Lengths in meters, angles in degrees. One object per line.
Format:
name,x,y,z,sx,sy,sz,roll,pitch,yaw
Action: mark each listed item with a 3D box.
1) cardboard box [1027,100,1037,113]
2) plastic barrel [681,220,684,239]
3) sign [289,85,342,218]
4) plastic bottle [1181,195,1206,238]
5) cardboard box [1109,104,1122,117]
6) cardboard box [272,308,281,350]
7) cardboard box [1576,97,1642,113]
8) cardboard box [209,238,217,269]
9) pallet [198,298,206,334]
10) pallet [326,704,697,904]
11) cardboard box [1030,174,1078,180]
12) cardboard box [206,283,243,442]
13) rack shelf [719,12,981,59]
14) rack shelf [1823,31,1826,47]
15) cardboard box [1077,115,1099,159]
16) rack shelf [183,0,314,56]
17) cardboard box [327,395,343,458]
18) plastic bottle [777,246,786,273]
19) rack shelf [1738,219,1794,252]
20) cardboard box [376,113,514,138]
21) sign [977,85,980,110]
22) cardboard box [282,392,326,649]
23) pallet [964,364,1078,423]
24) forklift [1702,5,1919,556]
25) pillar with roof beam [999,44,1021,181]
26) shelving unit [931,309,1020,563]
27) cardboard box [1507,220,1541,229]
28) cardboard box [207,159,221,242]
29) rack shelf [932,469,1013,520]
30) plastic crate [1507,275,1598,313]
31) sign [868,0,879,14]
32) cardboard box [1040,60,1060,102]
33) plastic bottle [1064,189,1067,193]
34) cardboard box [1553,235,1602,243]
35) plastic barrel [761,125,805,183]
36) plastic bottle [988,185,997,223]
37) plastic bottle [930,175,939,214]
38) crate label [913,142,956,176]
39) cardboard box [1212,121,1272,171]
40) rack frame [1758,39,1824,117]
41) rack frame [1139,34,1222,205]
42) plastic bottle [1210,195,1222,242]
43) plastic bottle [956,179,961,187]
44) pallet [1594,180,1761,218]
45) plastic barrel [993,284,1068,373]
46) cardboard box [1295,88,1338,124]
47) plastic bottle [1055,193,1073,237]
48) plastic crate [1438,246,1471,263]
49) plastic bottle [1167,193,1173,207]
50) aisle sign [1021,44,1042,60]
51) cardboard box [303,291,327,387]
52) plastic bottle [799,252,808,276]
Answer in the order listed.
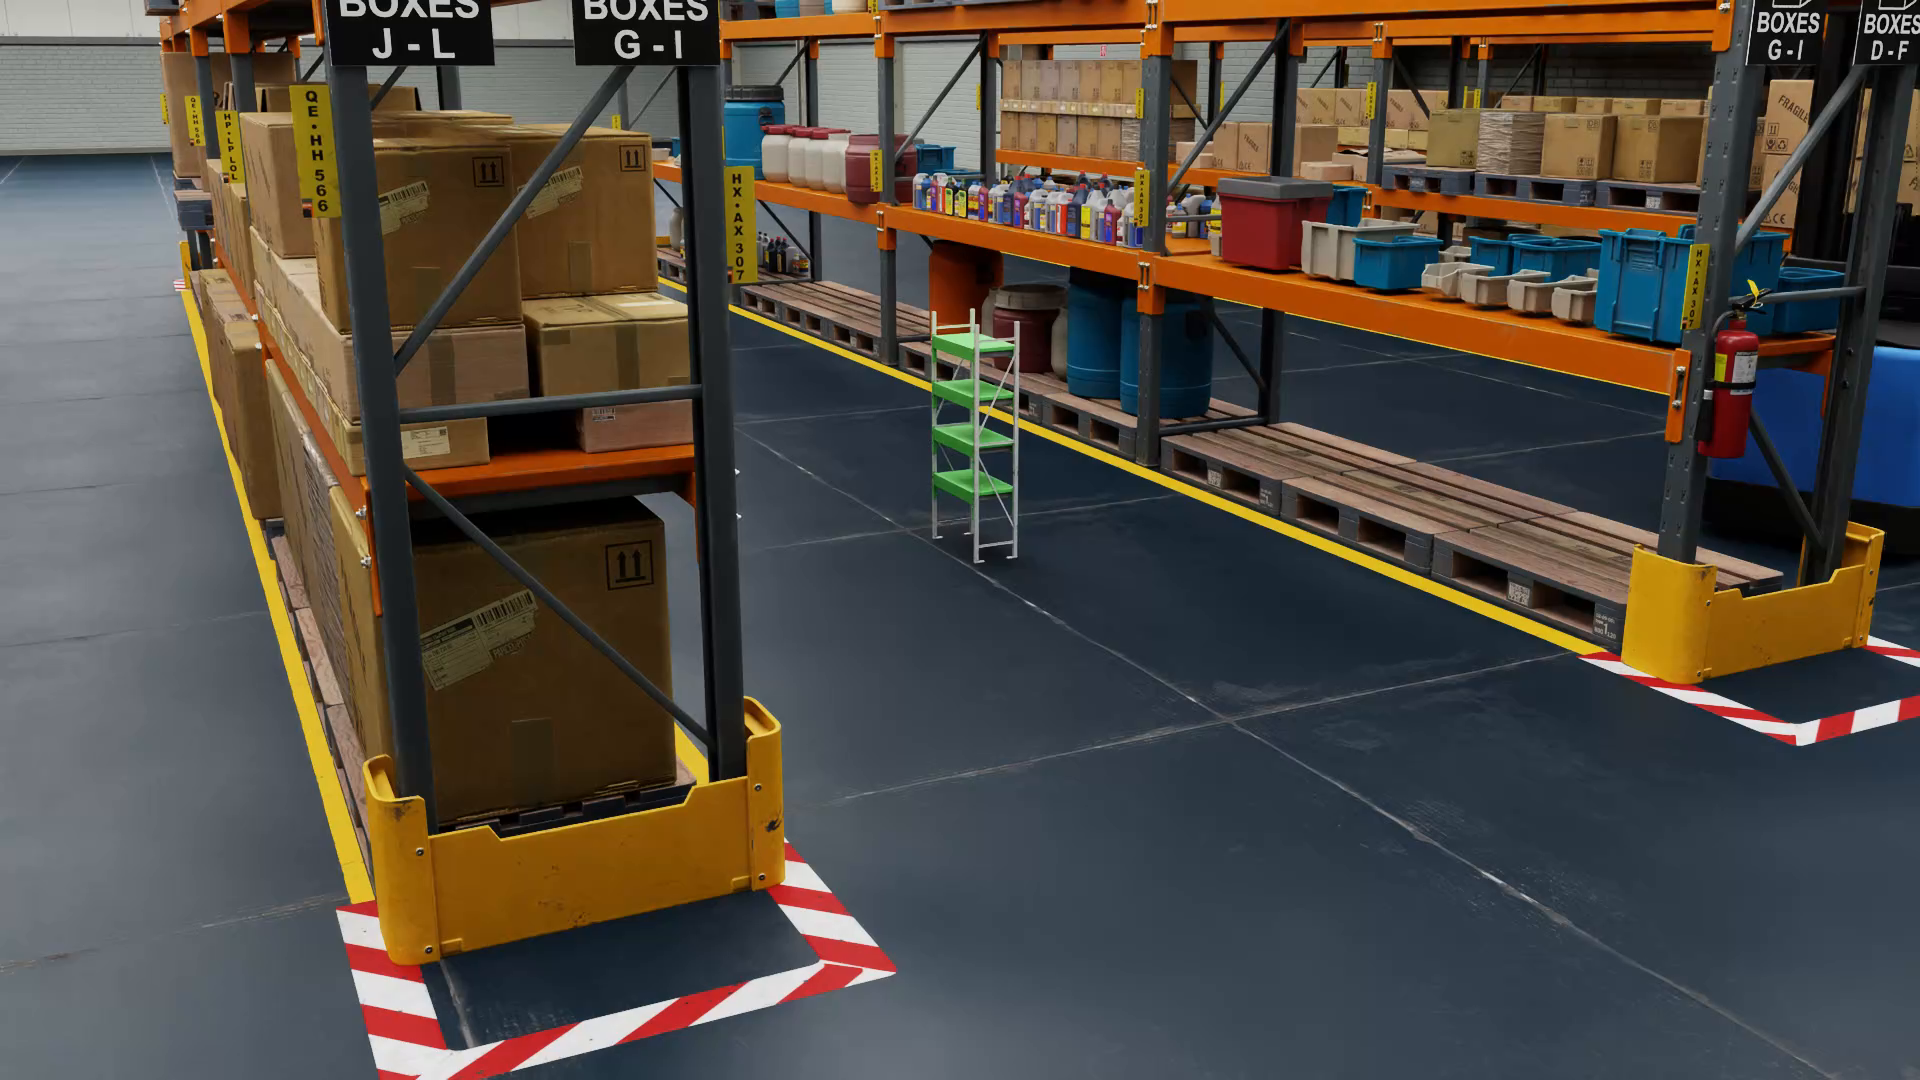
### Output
cardboard box,1.084,-5.580,21.400,0.380,0.149,0.250,-8,18,-26
plastic barrel,-3.107,-3.664,19.828,0.421,0.512,0.421,0,16,0
sign,-1.620,-0.978,4.193,0.100,0.325,0.005,-8,18,-25
plastic bottle,1.553,-2.152,11.037,0.152,0.276,0.135,-8,18,-25
cardboard box,1.988,-5.069,19.620,0.380,0.149,0.250,-8,18,-27
cardboard box,-2.588,-0.869,6.795,0.380,0.149,0.250,-8,18,-26
cardboard box,7.722,-4.971,19.658,0.700,0.500,0.500,-5,17,-17
cardboard box,-7.877,-3.181,18.167,0.500,0.500,0.500,-4,17,-15
pallet,-6.710,-2.167,15.920,1.003,0.211,1.213,-8,18,-25
pallet,-1.547,0.782,5.644,1.003,0.211,1.213,-8,18,-25
cardboard box,1.273,-4.677,22.475,0.500,0.500,0.500,-8,18,-25
cardboard box,-3.964,-1.139,10.371,1.225,0.875,0.875,-8,18,-25
rack shelf,-1.055,-4.544,15.013,1.077,0.370,4.000,-8,18,-25
rack shelf,9.603,-4.749,15.729,1.077,0.370,4.000,-8,18,-25
cardboard box,1.870,-4.954,20.394,0.700,0.500,0.500,-7,18,-24
rack shelf,-3.755,-2.954,9.471,1.077,0.370,4.000,-8,18,-25
cardboard box,-1.694,-0.362,5.029,0.380,0.149,0.250,-7,18,-24
plastic bottle,-1.939,-3.046,18.052,0.061,0.283,0.133,-8,18,-25
rack shelf,6.904,-1.716,10.597,1.077,0.370,4.000,-8,18,-25
cardboard box,-2.221,-1.587,7.215,0.500,0.500,0.500,-7,18,-24
sign,0.269,-5.922,22.236,0.100,0.325,0.005,-8,18,-25
cardboard box,-2.267,-0.146,6.911,0.875,0.875,0.875,-8,18,-25
pallet,0.734,-1.119,12.268,1.003,0.211,1.213,-8,18,-25
forklift,5.295,-1.667,9.247,1.130,2.935,3.031,13,21,38
pillar with roof beam,-2.821,-11.403,32.172,9.100,9.000,0.400,-8,18,-25
shelving unit,0.072,-0.536,8.442,0.258,1.200,0.503,-8,18,-25
cardboard box,7.312,-3.971,20.883,0.700,0.500,0.500,-7,17,-23
cardboard box,-4.663,-2.248,10.966,0.500,0.500,0.500,-7,17,-23
rack shelf,0.073,-0.244,8.526,0.258,0.148,0.480,-8,18,-25
plastic crate,2.692,-1.124,7.600,0.396,0.136,0.243,-8,18,-25
sign,-0.670,-4.275,12.963,0.100,0.325,0.005,-8,18,-25
cardboard box,1.444,-5.820,21.060,0.700,0.500,0.500,-8,18,-25
plastic bottle,0.816,-2.551,12.562,0.097,0.201,0.097,0,16,0
cardboard box,5.377,-2.450,14.225,0.500,0.250,0.500,-8,18,-26
plastic barrel,-1.709,-3.746,16.118,0.433,0.535,0.433,0,16,0
plastic bottle,0.252,-2.425,11.998,0.097,0.271,0.097,0,16,0
plastic bottle,-0.177,-2.663,12.803,0.061,0.283,0.133,-8,18,-25
crate label,-0.371,-3.248,14.567,0.502,0.435,0.616,-8,18,-25
cardboard box,3.076,-4.267,17.999,0.500,0.500,0.500,-6,17,-21
rack frame,8.727,-4.149,17.772,1.000,3.000,0.127,-8,18,-25
rack frame,2.523,-4.542,19.139,1.000,3.000,0.127,-8,18,-25
plastic bottle,1.693,-2.073,10.626,0.144,0.351,0.185,-8,18,-25
plastic bottle,0.004,-2.604,12.622,0.097,0.271,0.097,0,16,0
pallet,5.776,-2.677,12.989,1.003,0.211,1.213,-8,18,-25
plastic barrel,0.545,-1.596,12.483,0.600,0.588,0.708,-8,18,-25
cardboard box,5.161,-6.276,24.059,0.500,0.500,0.500,-8,18,-25
plastic bottle,0.729,-2.175,11.116,0.152,0.276,0.135,-8,18,-25
plastic crate,2.607,-1.467,8.794,0.293,0.136,0.466,-8,18,-25
plastic bottle,1.407,-2.267,11.423,0.061,0.283,0.133,-8,18,-25
aisle sign,1.006,-6.835,22.417,0.394,0.787,0.004,-8,18,-25
cardboard box,-1.799,-0.655,5.327,0.500,0.250,0.500,-8,18,-26
plastic bottle,-1.677,-2.976,17.832,0.097,0.271,0.097,0,16,0
